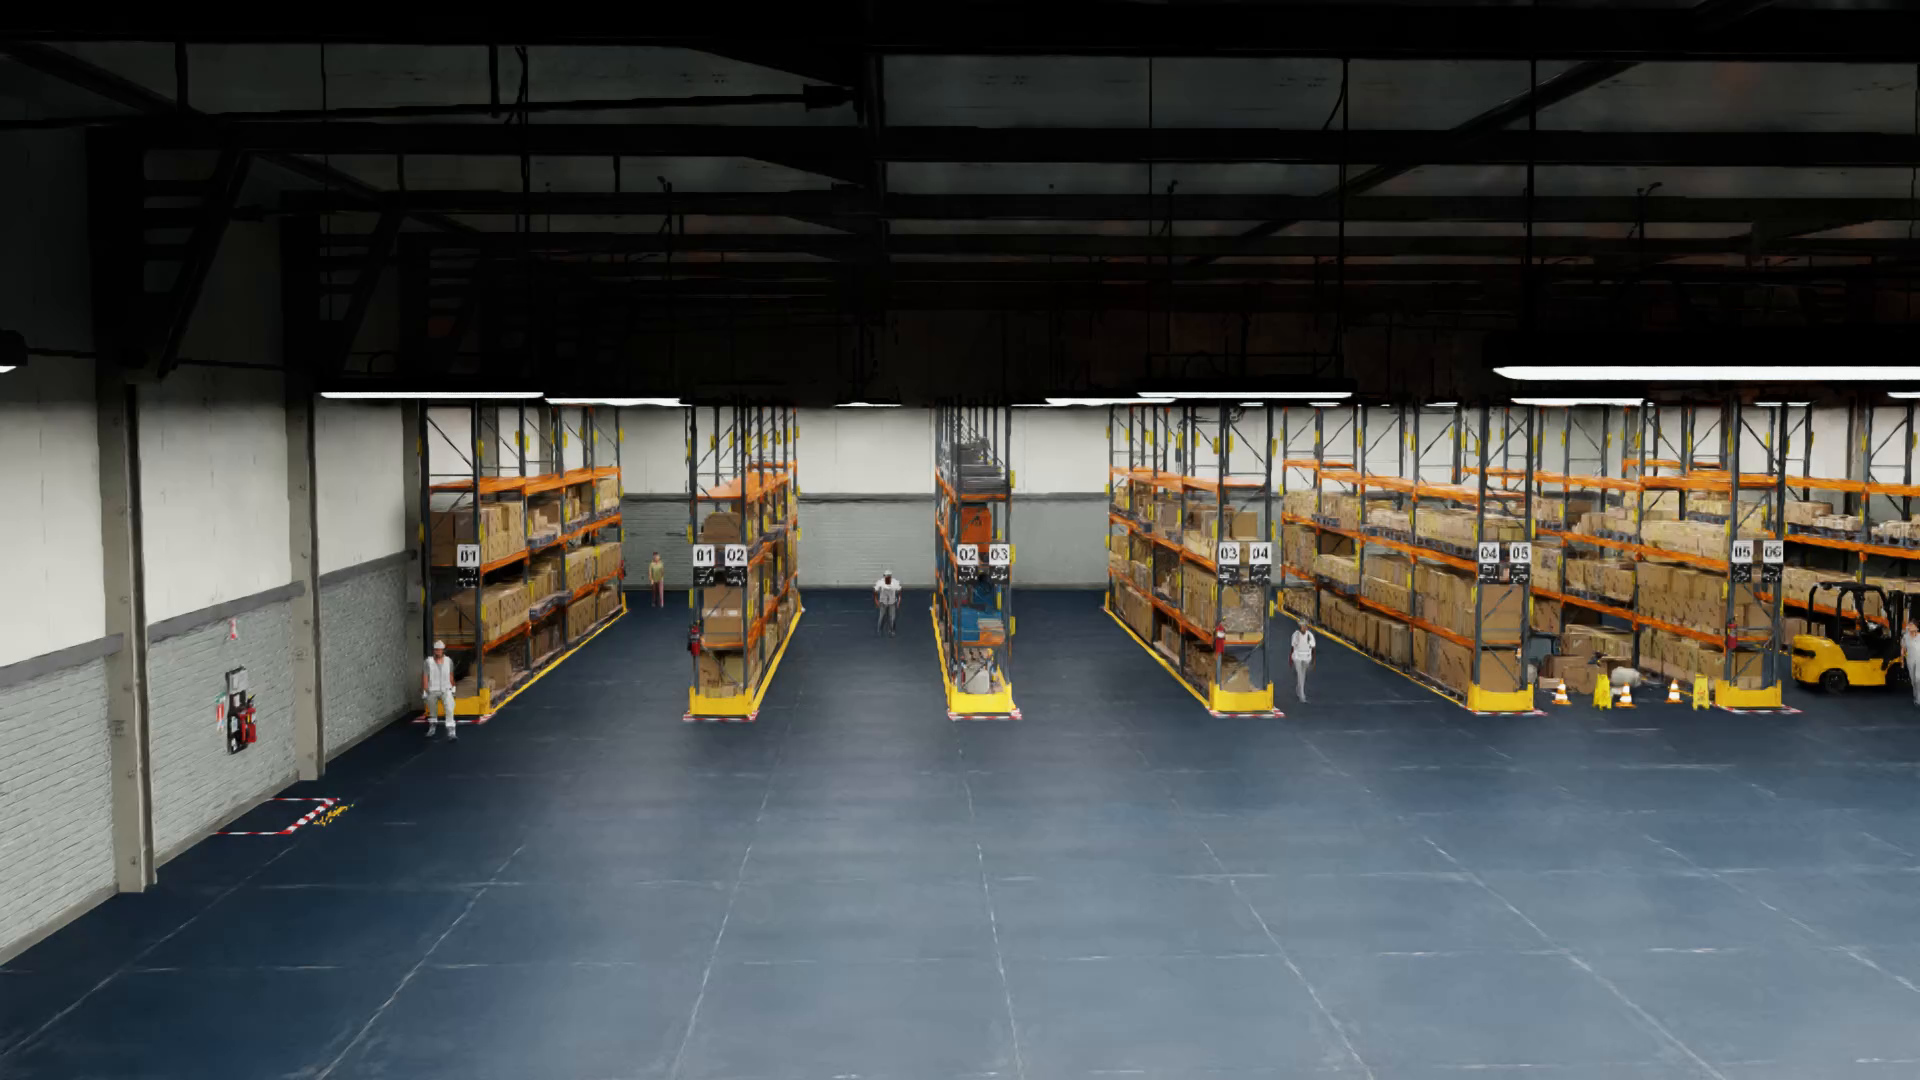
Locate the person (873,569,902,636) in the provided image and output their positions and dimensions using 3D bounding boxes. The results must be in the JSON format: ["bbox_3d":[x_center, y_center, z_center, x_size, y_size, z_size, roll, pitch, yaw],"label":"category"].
[{"bbox_3d":[-1.826,1.579,41.897,0.719,1.714,0.578,0,5,-3],"label":"person"}]

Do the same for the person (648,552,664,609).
[{"bbox_3d":[-8.729,1.148,47.781,0.446,1.604,1.016,-1,5,-11],"label":"person"}]

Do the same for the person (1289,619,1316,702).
[{"bbox_3d":[6.743,2.334,32.657,0.461,1.626,0.989,0,5,-4],"label":"person"}]

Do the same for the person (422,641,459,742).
[{"bbox_3d":[-8.997,2.599,28.763,0.596,1.743,0.970,-2,5,-25],"label":"person"}]

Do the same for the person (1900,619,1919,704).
[{"bbox_3d":[18.504,2.362,32.140,0.490,1.673,0.562,-4,6,-38],"label":"person"}]
